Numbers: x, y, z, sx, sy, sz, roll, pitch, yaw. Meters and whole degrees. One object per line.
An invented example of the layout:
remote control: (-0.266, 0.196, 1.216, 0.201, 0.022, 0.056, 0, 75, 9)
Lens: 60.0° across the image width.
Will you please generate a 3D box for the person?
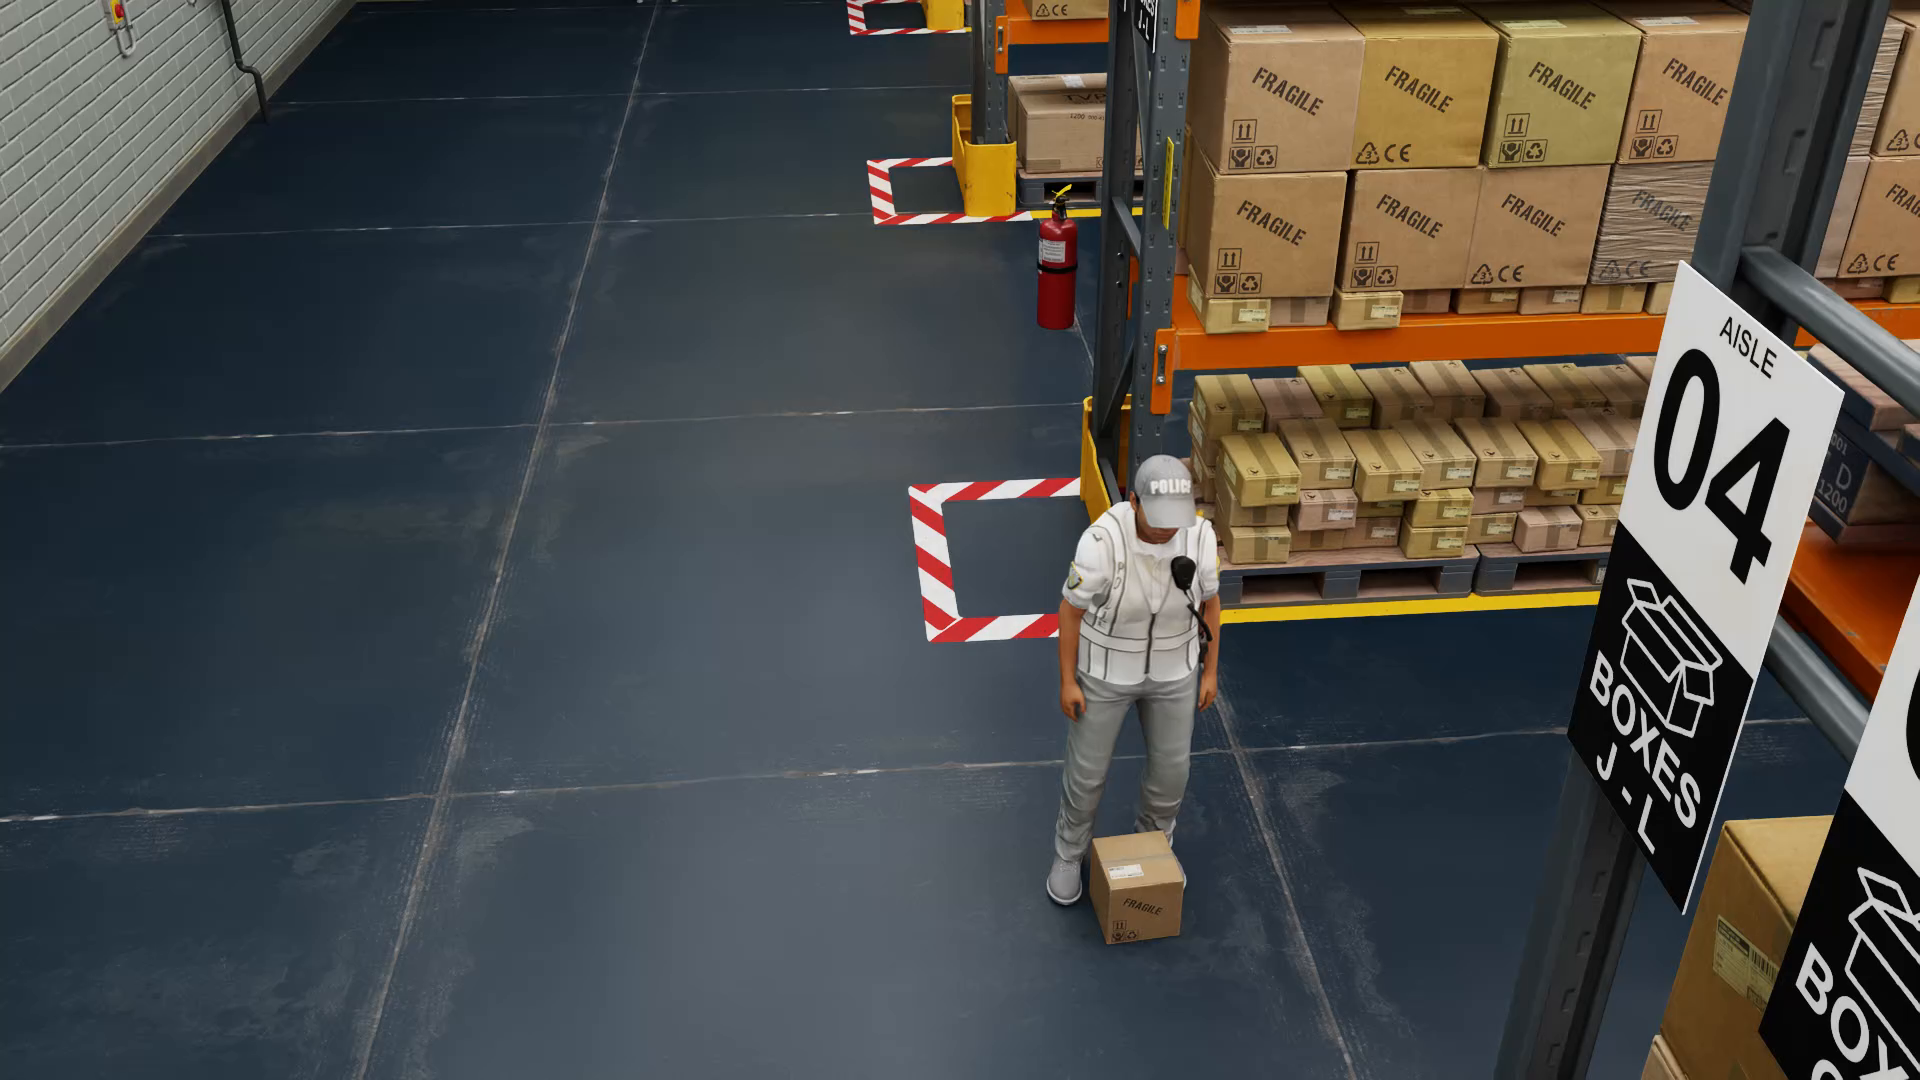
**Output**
person: (0.567, 0.446, 5.393, 0.559, 1.667, 0.467, -4, 32, -6)
